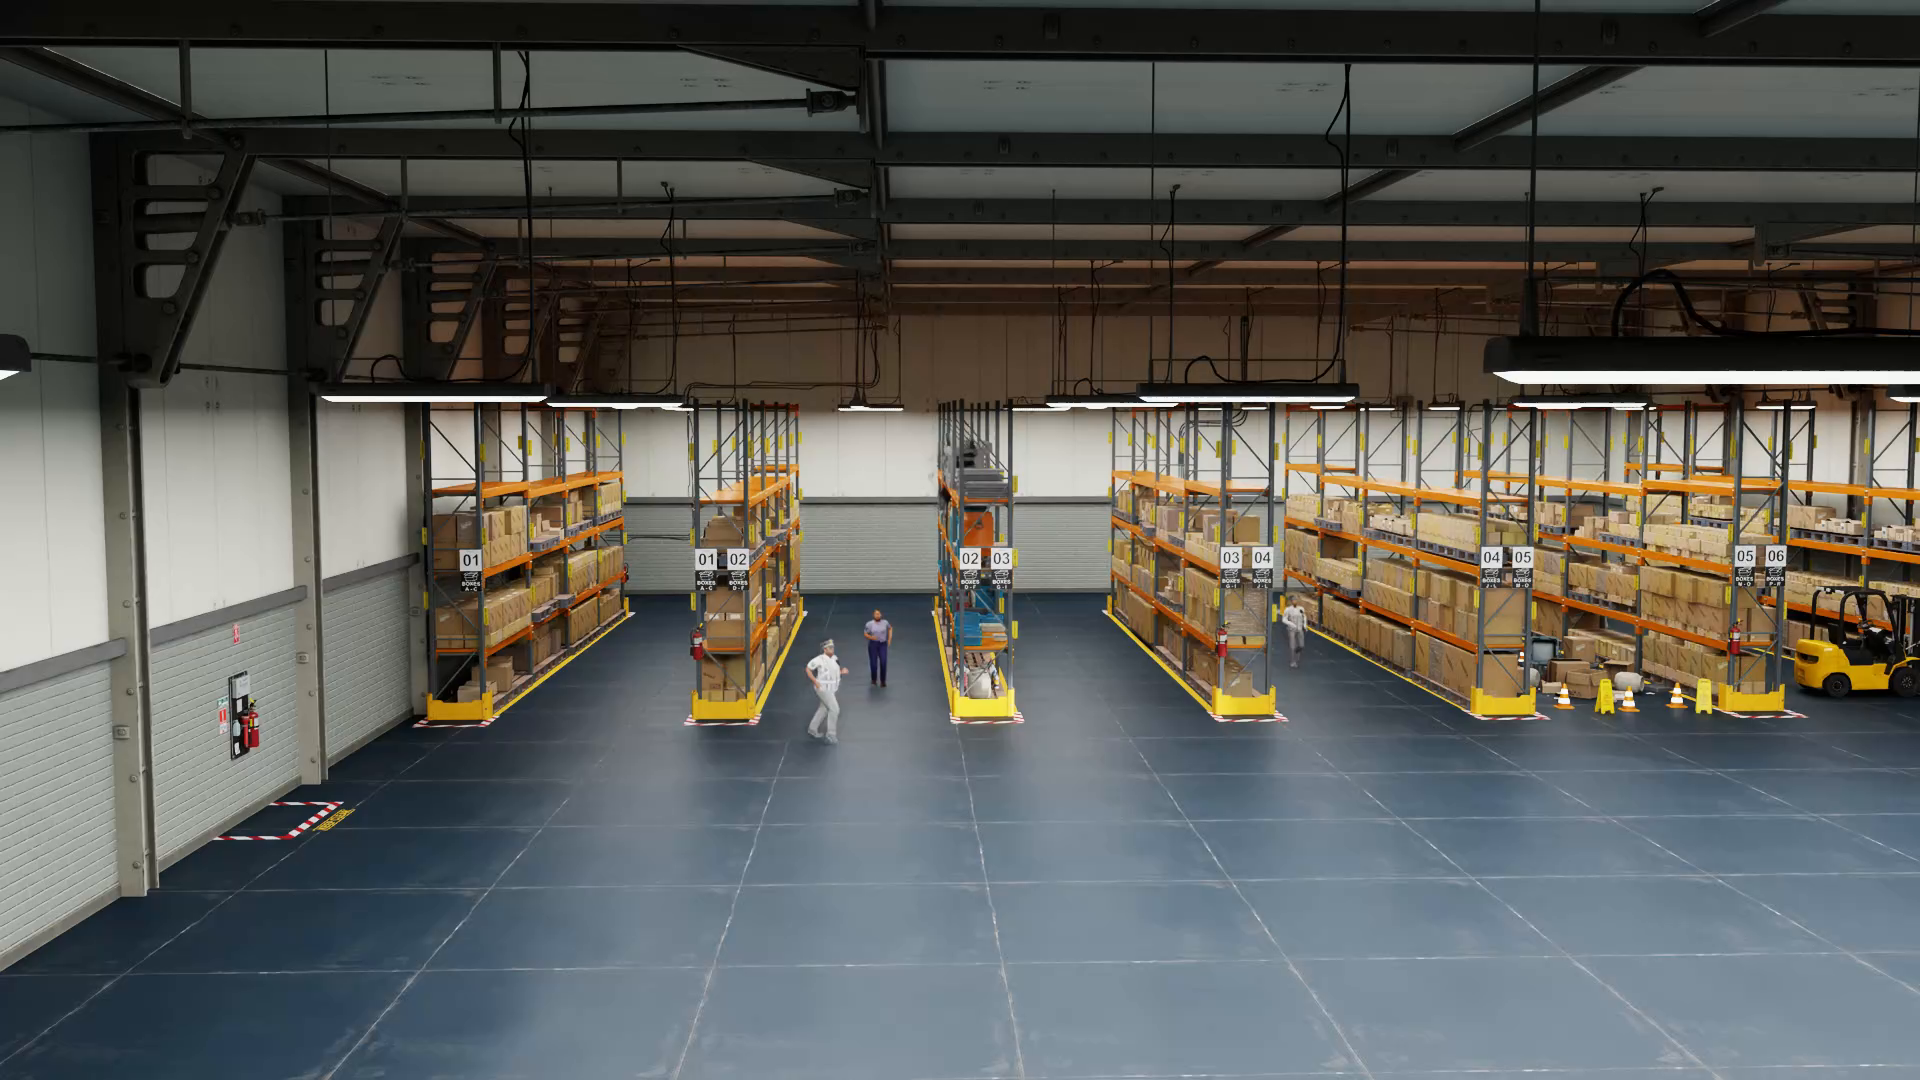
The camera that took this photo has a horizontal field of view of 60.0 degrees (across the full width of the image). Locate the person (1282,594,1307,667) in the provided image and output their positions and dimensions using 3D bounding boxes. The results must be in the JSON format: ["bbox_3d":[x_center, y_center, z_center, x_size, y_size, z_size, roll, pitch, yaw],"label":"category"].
[{"bbox_3d":[7.597,2.046,37.591,0.607,1.659,0.518,0,4,-6],"label":"person"}]

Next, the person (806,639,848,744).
[{"bbox_3d":[-2.312,2.651,29.076,0.771,1.864,0.625,2,5,24],"label":"person"}]

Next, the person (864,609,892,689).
[{"bbox_3d":[-1.714,2.284,34.741,0.599,1.704,0.711,-1,4,-7],"label":"person"}]

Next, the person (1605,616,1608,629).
[{"bbox_3d":[16.558,1.665,42.744,0.561,1.620,0.584,-1,4,-9],"label":"person"}]
